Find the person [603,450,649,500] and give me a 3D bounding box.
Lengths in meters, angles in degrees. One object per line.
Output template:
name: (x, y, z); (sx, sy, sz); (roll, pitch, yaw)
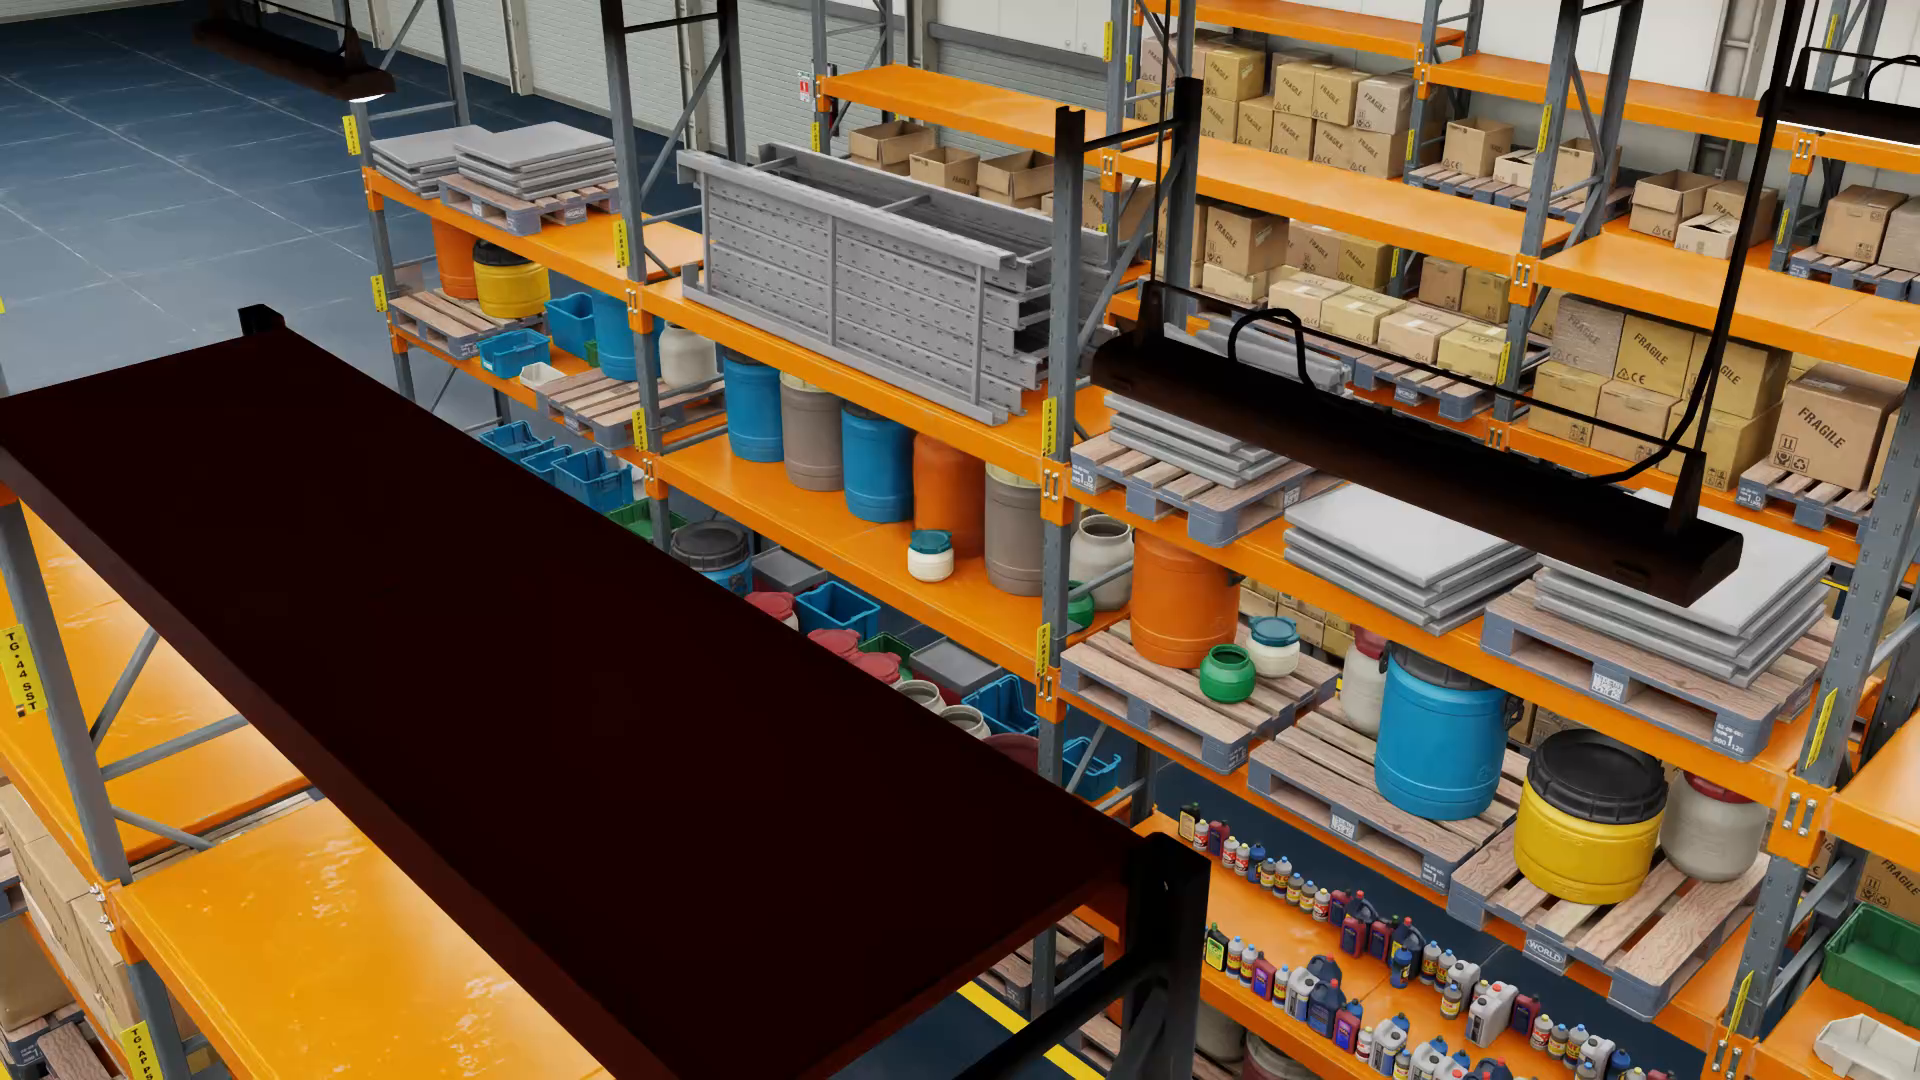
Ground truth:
person: (-3.339, -0.905, 16.663); (0.962, 1.745, 0.607); (11, 30, 19)
